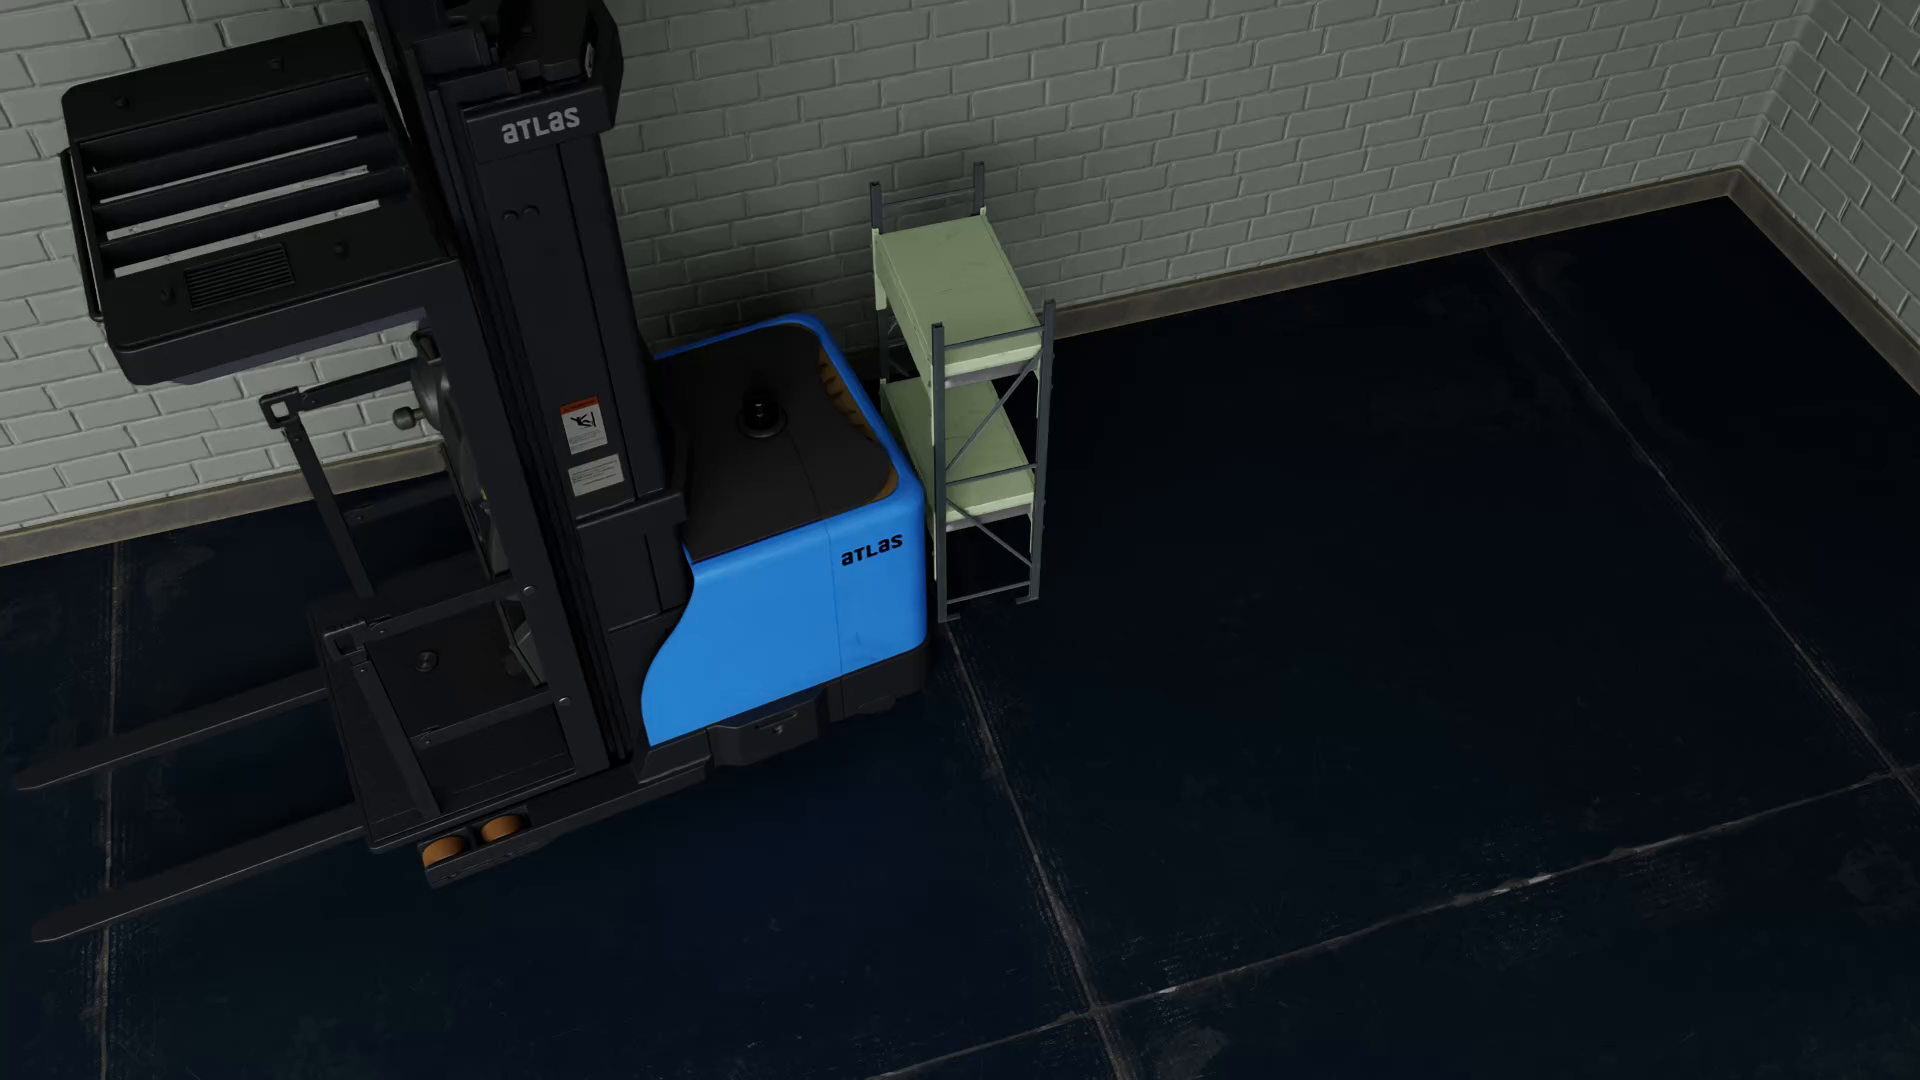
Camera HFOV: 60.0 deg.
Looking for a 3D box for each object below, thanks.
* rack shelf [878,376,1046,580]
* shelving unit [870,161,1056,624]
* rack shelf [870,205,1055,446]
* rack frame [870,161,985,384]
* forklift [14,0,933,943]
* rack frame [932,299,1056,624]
[{"bbox_3d":[-0.002,-0.278,6.220,0.431,0.370,0.720,-13,51,-11],"label":"rack shelf"},{"bbox_3d":[-0.002,-0.488,5.970,0.431,1.500,0.755,-13,51,-11],"label":"shelving unit"},{"bbox_3d":[-0.002,-0.740,5.672,0.431,0.370,0.720,-13,51,-11],"label":"rack shelf"},{"bbox_3d":[-0.110,-0.756,6.196,0.400,1.500,0.023,-13,51,-11],"label":"rack frame"},{"bbox_3d":[-1.659,-0.263,4.844,3.031,2.935,1.130,-20,53,-16],"label":"forklift"},{"bbox_3d":[0.106,-0.221,5.745,0.400,1.500,0.023,-13,51,-11],"label":"rack frame"}]
